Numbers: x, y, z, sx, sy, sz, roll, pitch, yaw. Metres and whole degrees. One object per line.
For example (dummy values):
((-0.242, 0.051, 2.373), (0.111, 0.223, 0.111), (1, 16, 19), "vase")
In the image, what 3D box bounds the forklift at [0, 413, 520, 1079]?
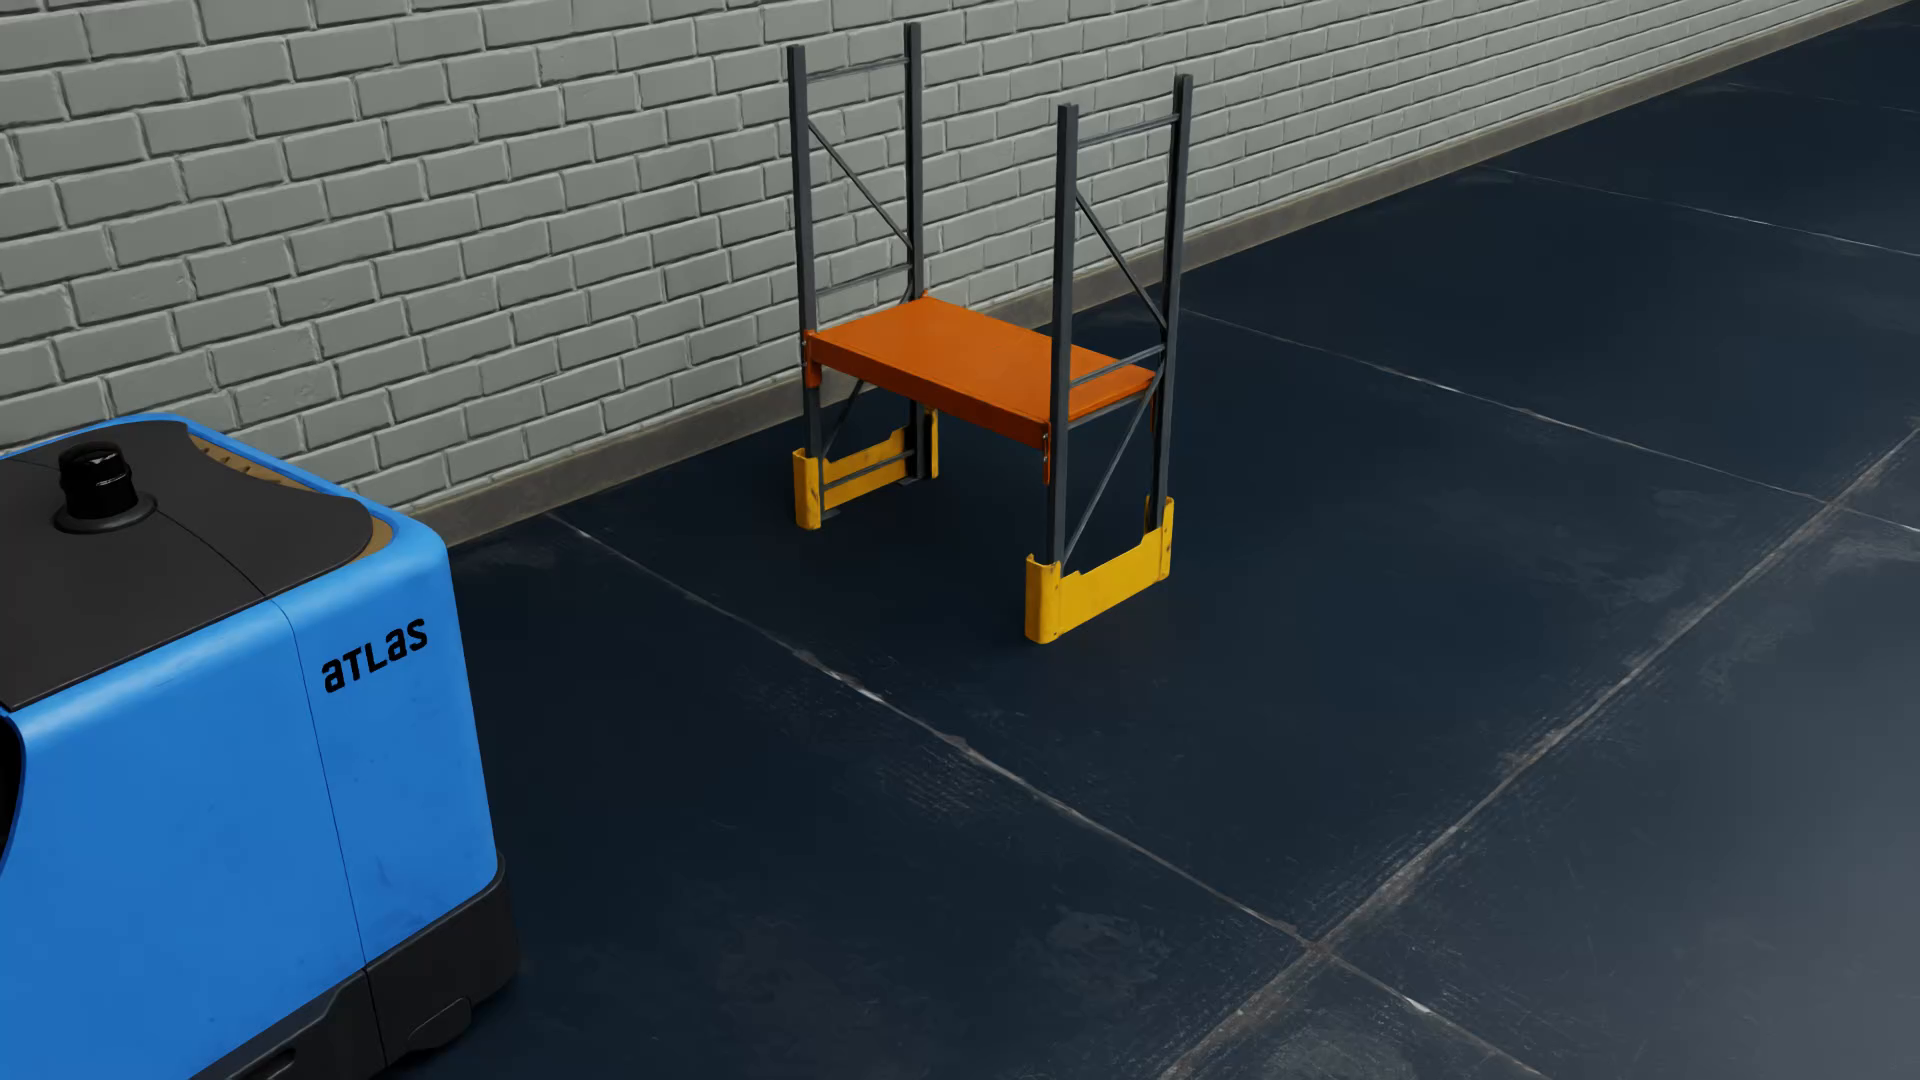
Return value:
((-2.201, 0.046, 2.012), (1.130, 2.935, 3.031), (20, 33, 32), "forklift")

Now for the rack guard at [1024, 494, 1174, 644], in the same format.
((0.409, 0.077, 4.835), (0.087, 0.250, 0.587), (25, 36, 38), "rack guard")

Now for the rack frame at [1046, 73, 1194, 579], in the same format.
((0.423, -0.470, 4.533), (0.032, 1.500, 0.500), (25, 36, 38), "rack frame")

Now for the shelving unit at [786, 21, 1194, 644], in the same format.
((0.054, -0.639, 4.854), (1.083, 1.500, 0.587), (25, 36, 38), "shelving unit")

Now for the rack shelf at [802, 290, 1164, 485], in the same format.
((0.061, -0.477, 4.932), (1.000, 0.185, 0.538), (25, 36, 38), "rack shelf")

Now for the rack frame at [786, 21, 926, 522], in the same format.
((-0.302, -0.802, 5.163), (0.032, 1.500, 0.500), (25, 36, 38), "rack frame")

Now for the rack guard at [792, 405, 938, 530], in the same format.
((-0.301, -0.248, 5.454), (0.087, 0.250, 0.587), (25, 36, 38), "rack guard")
